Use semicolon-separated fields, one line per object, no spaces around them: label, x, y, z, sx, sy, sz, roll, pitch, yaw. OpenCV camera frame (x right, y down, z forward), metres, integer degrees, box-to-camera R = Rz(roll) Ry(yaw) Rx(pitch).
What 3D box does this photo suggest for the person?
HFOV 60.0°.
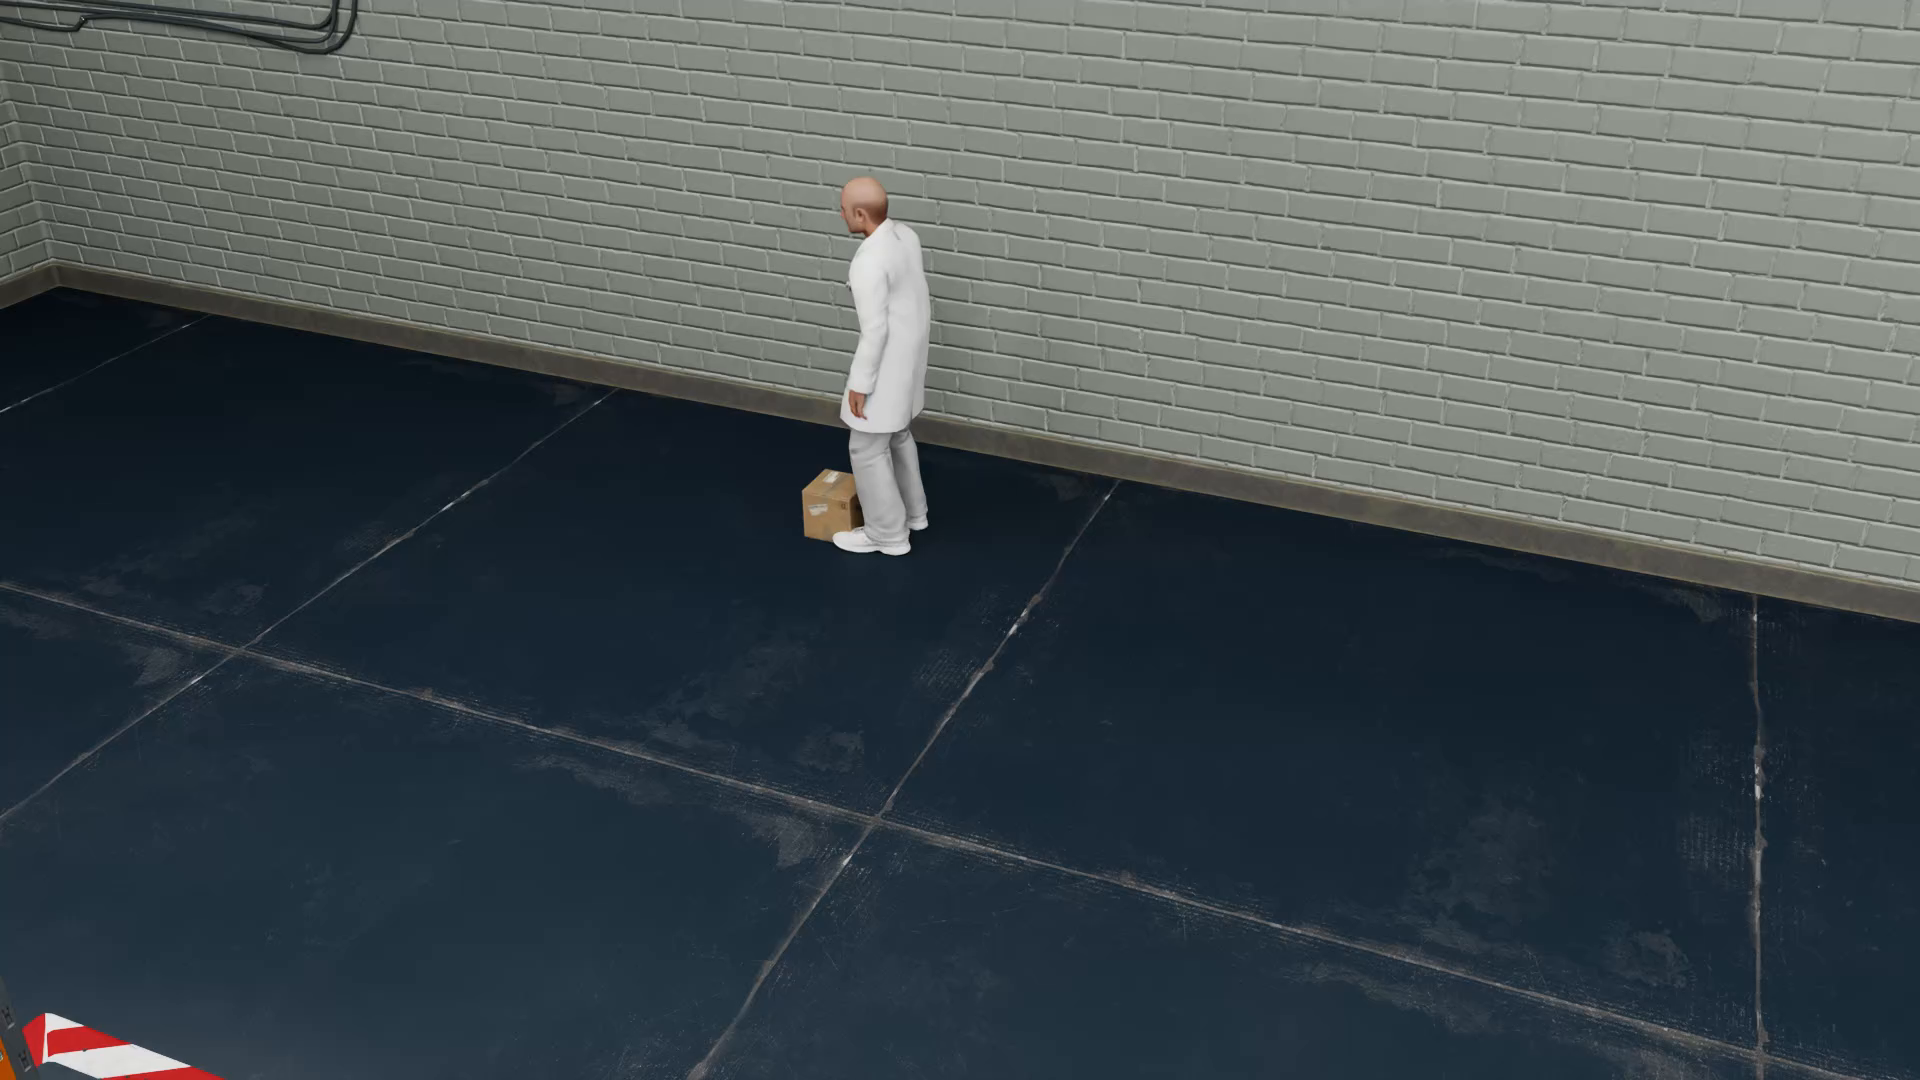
person;-0.354;-0.780;7.538;0.428;1.772;0.642;10;31;17
